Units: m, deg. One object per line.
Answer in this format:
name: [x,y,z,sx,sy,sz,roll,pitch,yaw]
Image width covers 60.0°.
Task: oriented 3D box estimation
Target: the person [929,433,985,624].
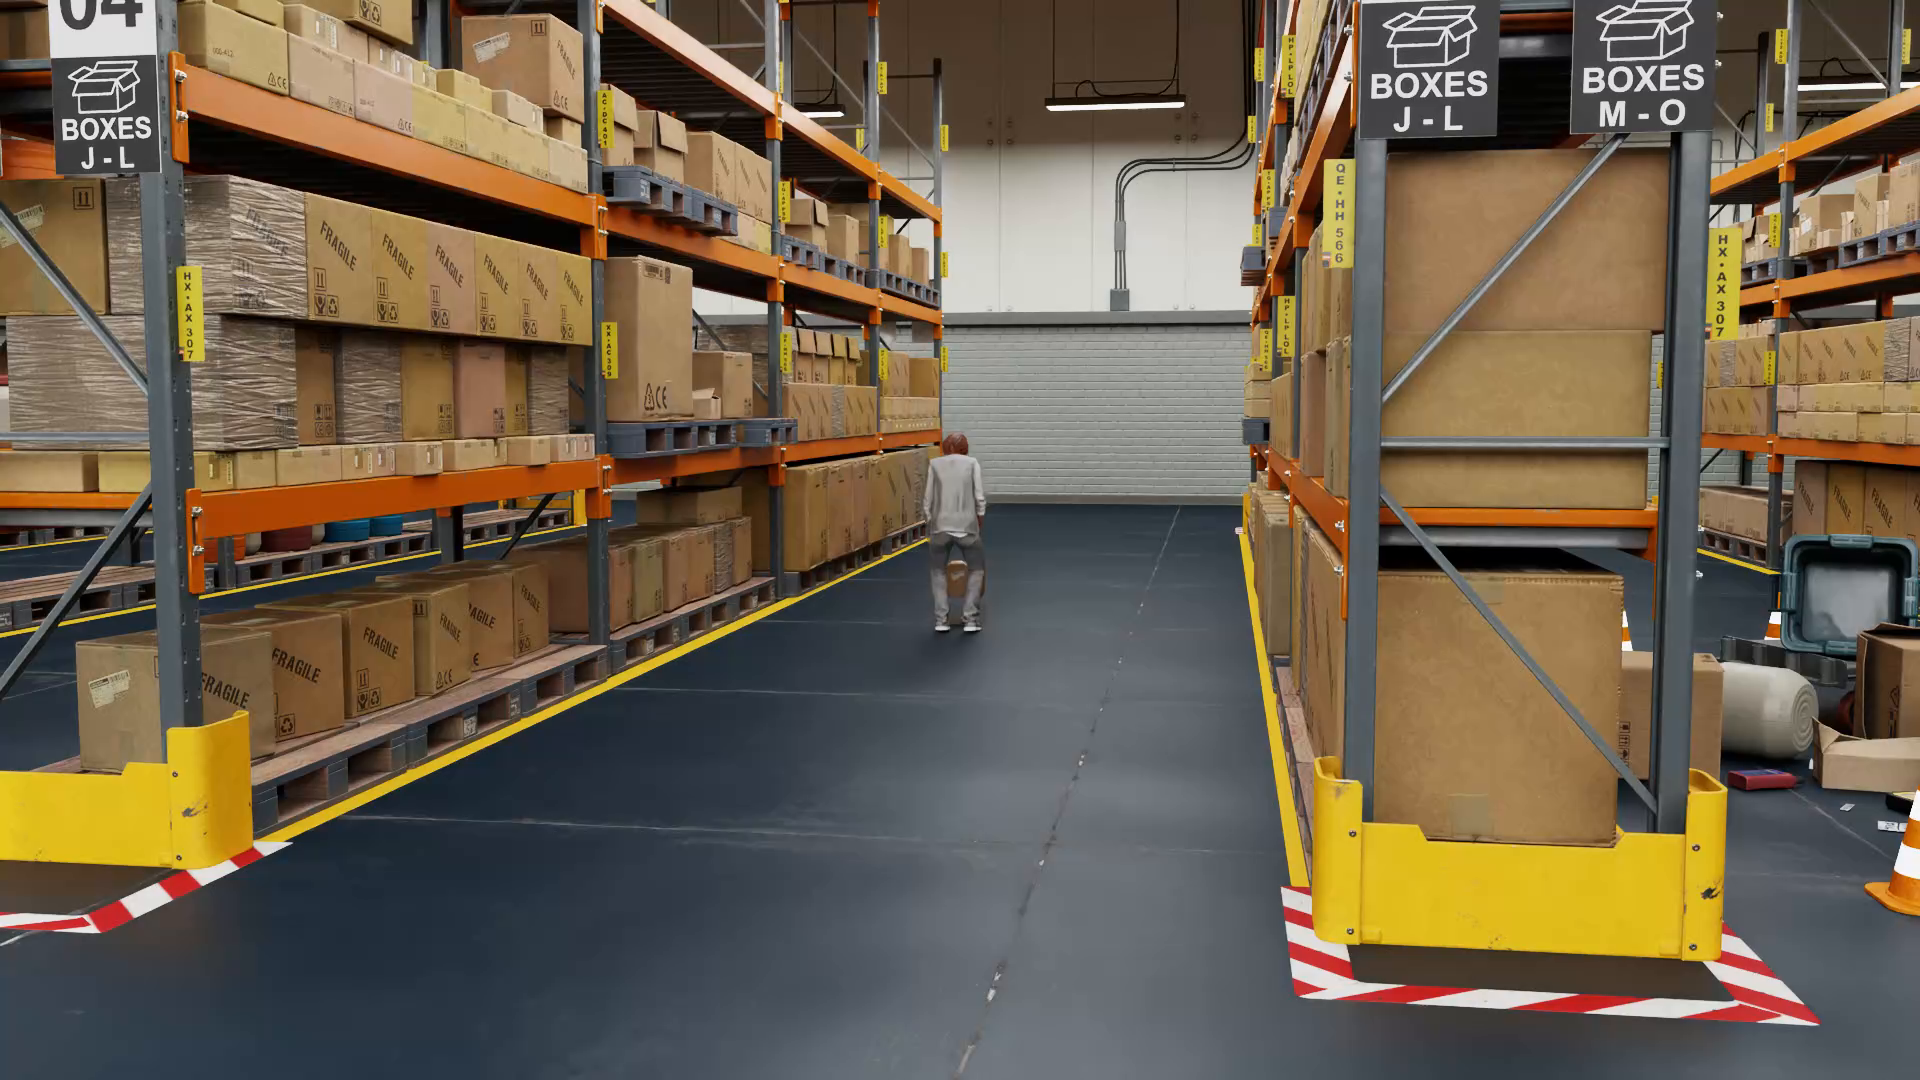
person: [-0.045,-0.090,11.896,0.439,1.347,0.560,1,5,9]
